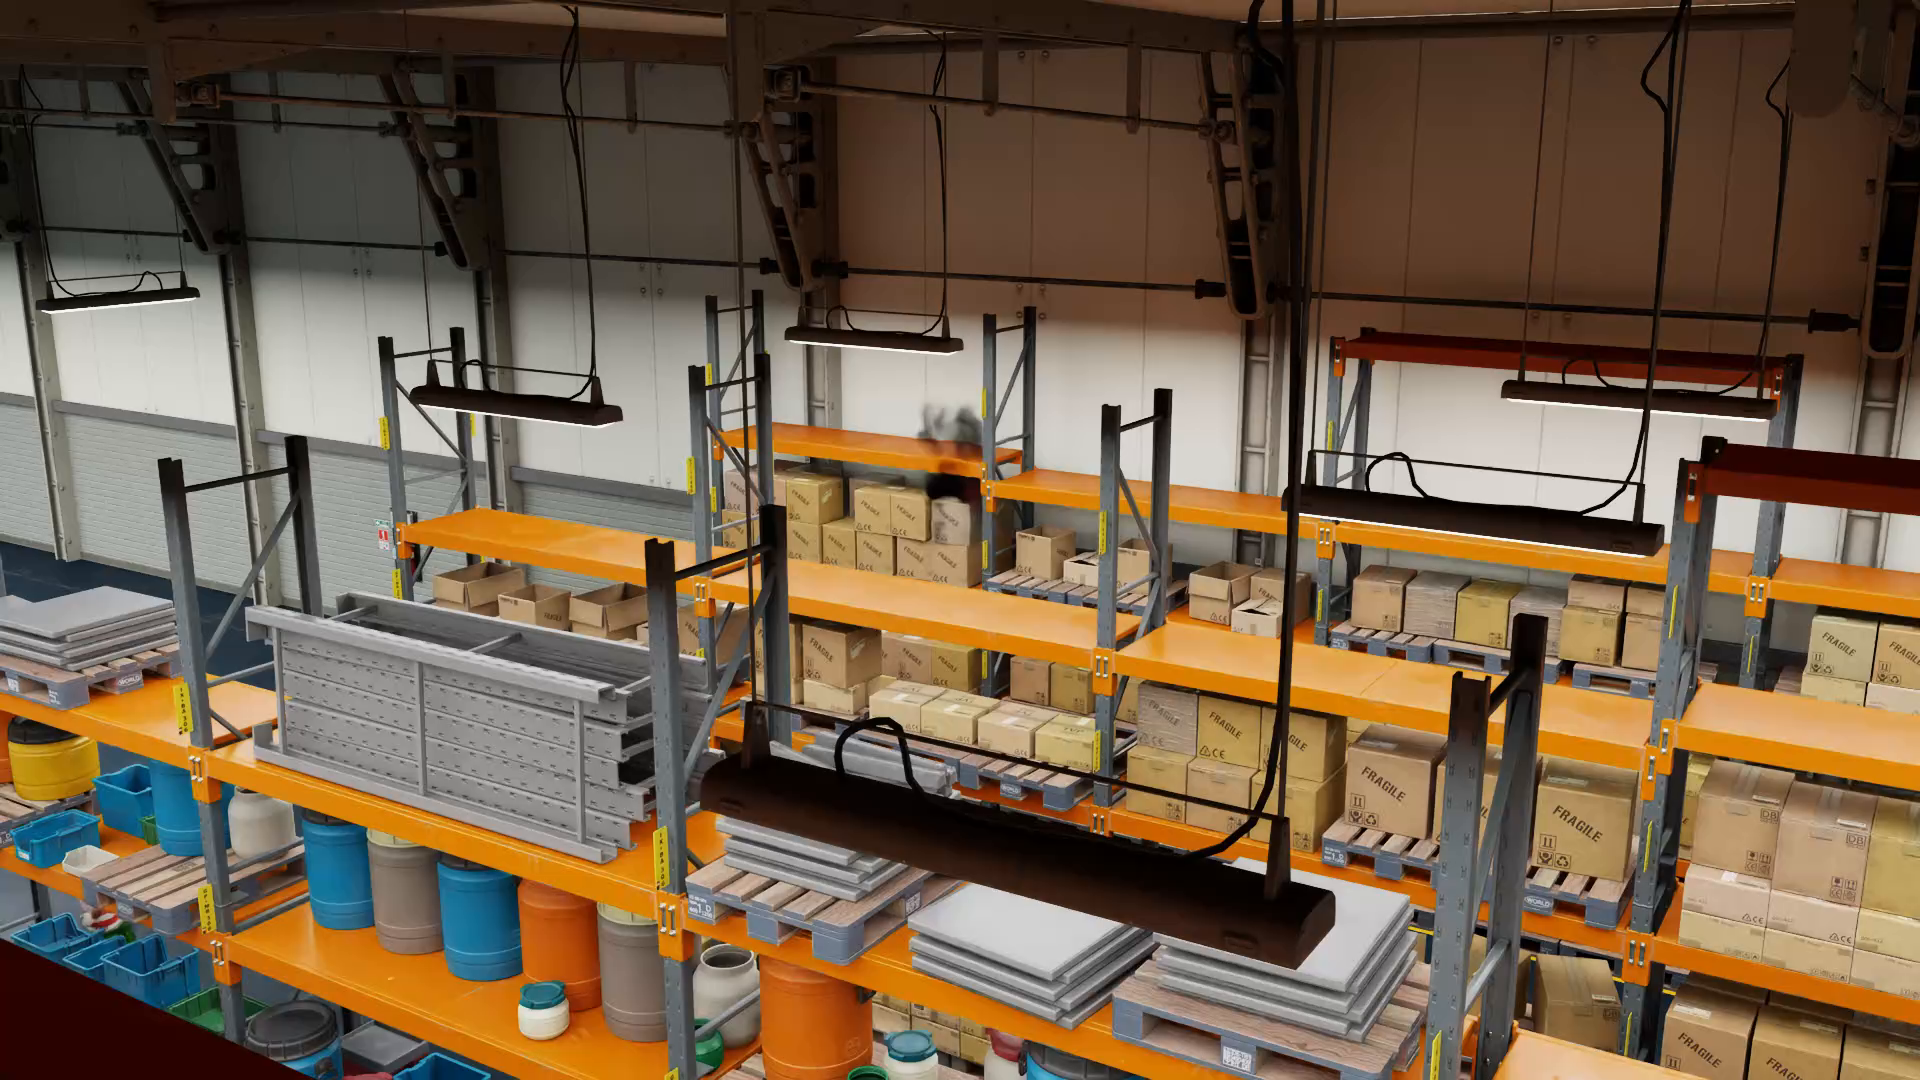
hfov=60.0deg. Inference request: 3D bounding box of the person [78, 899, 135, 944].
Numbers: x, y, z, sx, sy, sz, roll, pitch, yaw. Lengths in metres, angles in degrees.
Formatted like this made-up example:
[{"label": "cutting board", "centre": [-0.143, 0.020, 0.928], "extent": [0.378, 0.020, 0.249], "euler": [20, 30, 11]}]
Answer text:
[{"label": "person", "centre": [-7.857, 3.547, 15.259], "extent": [0.729, 1.824, 0.652], "euler": [3, 14, 11]}]
